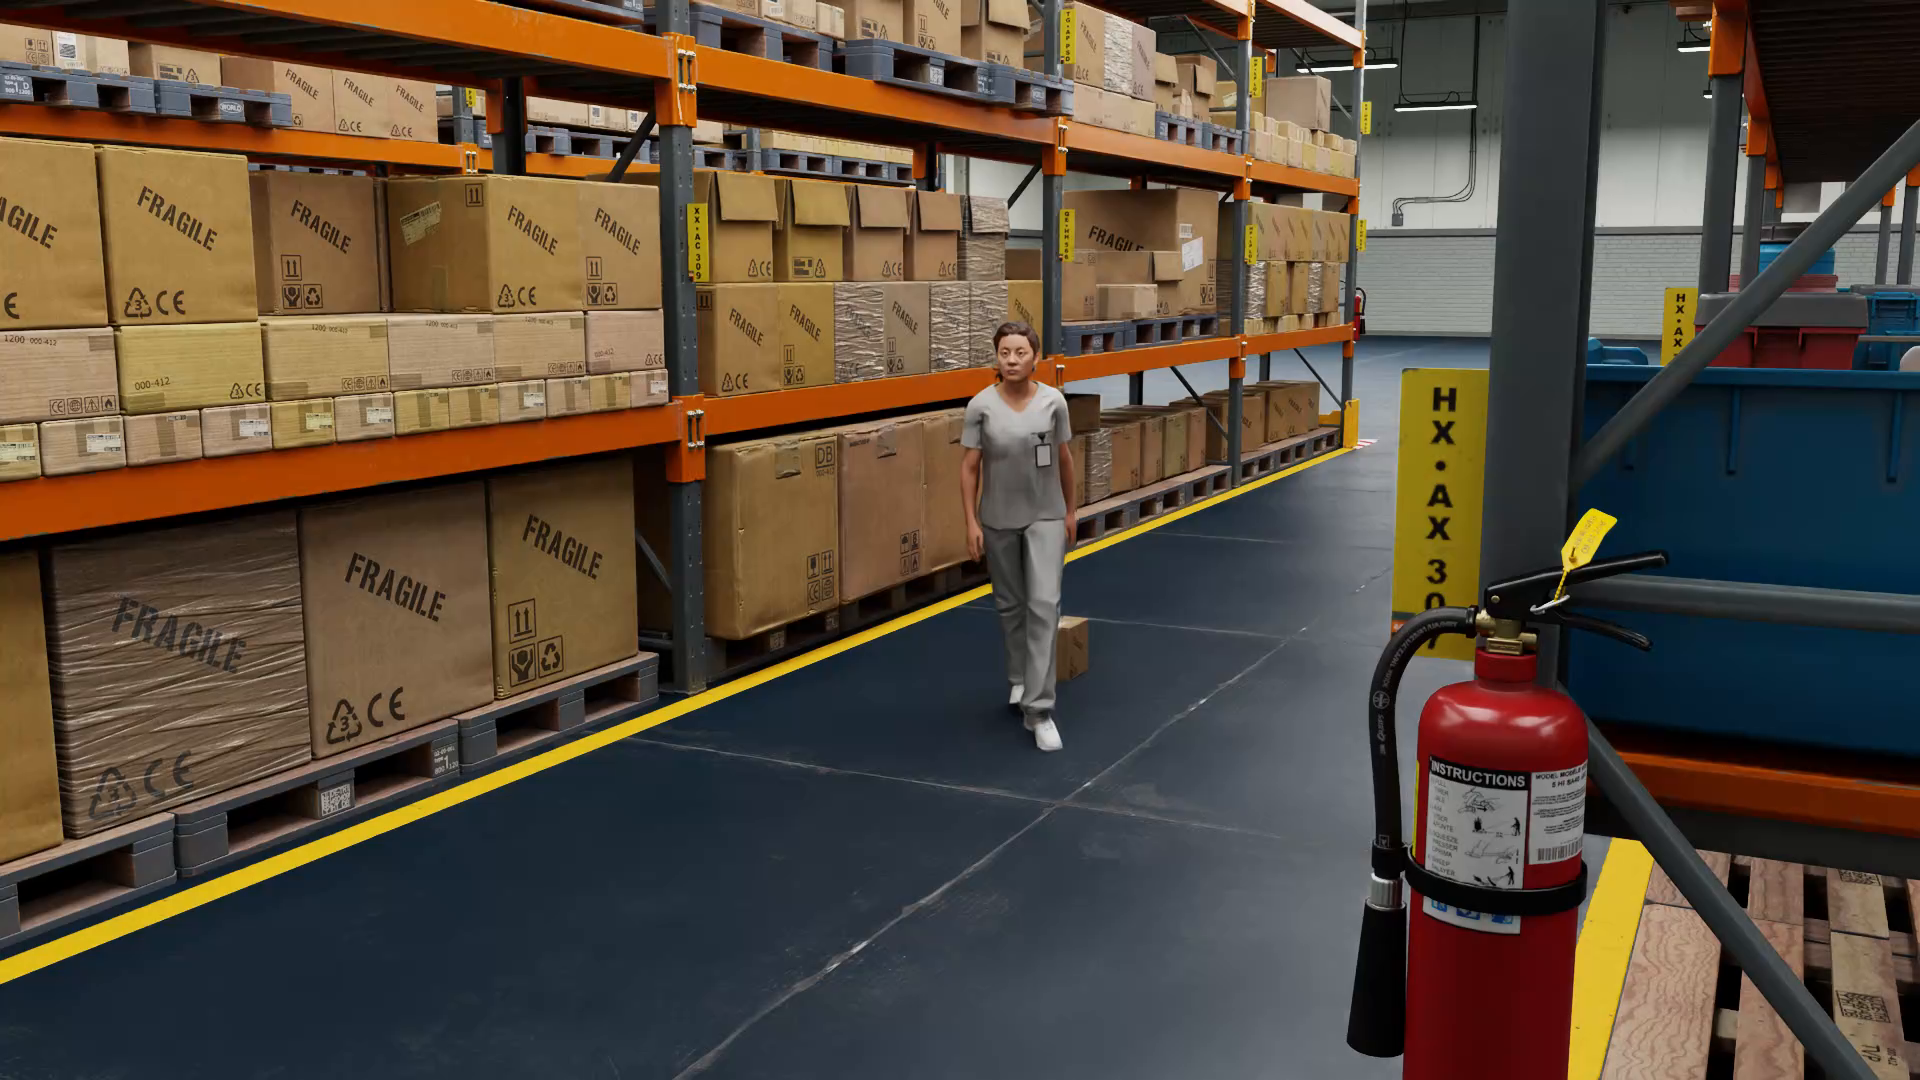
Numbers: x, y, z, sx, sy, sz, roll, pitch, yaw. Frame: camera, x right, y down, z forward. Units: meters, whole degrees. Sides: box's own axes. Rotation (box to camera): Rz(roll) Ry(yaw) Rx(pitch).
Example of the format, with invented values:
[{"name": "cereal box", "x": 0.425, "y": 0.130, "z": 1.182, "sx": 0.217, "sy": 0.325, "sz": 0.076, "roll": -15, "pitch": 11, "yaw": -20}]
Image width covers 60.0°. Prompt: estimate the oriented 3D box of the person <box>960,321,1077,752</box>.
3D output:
[{"name": "person", "x": 0.235, "y": -0.054, "z": 6.761, "sx": 0.470, "sy": 1.662, "sz": 0.807, "roll": 1, "pitch": 9, "yaw": 6}]
